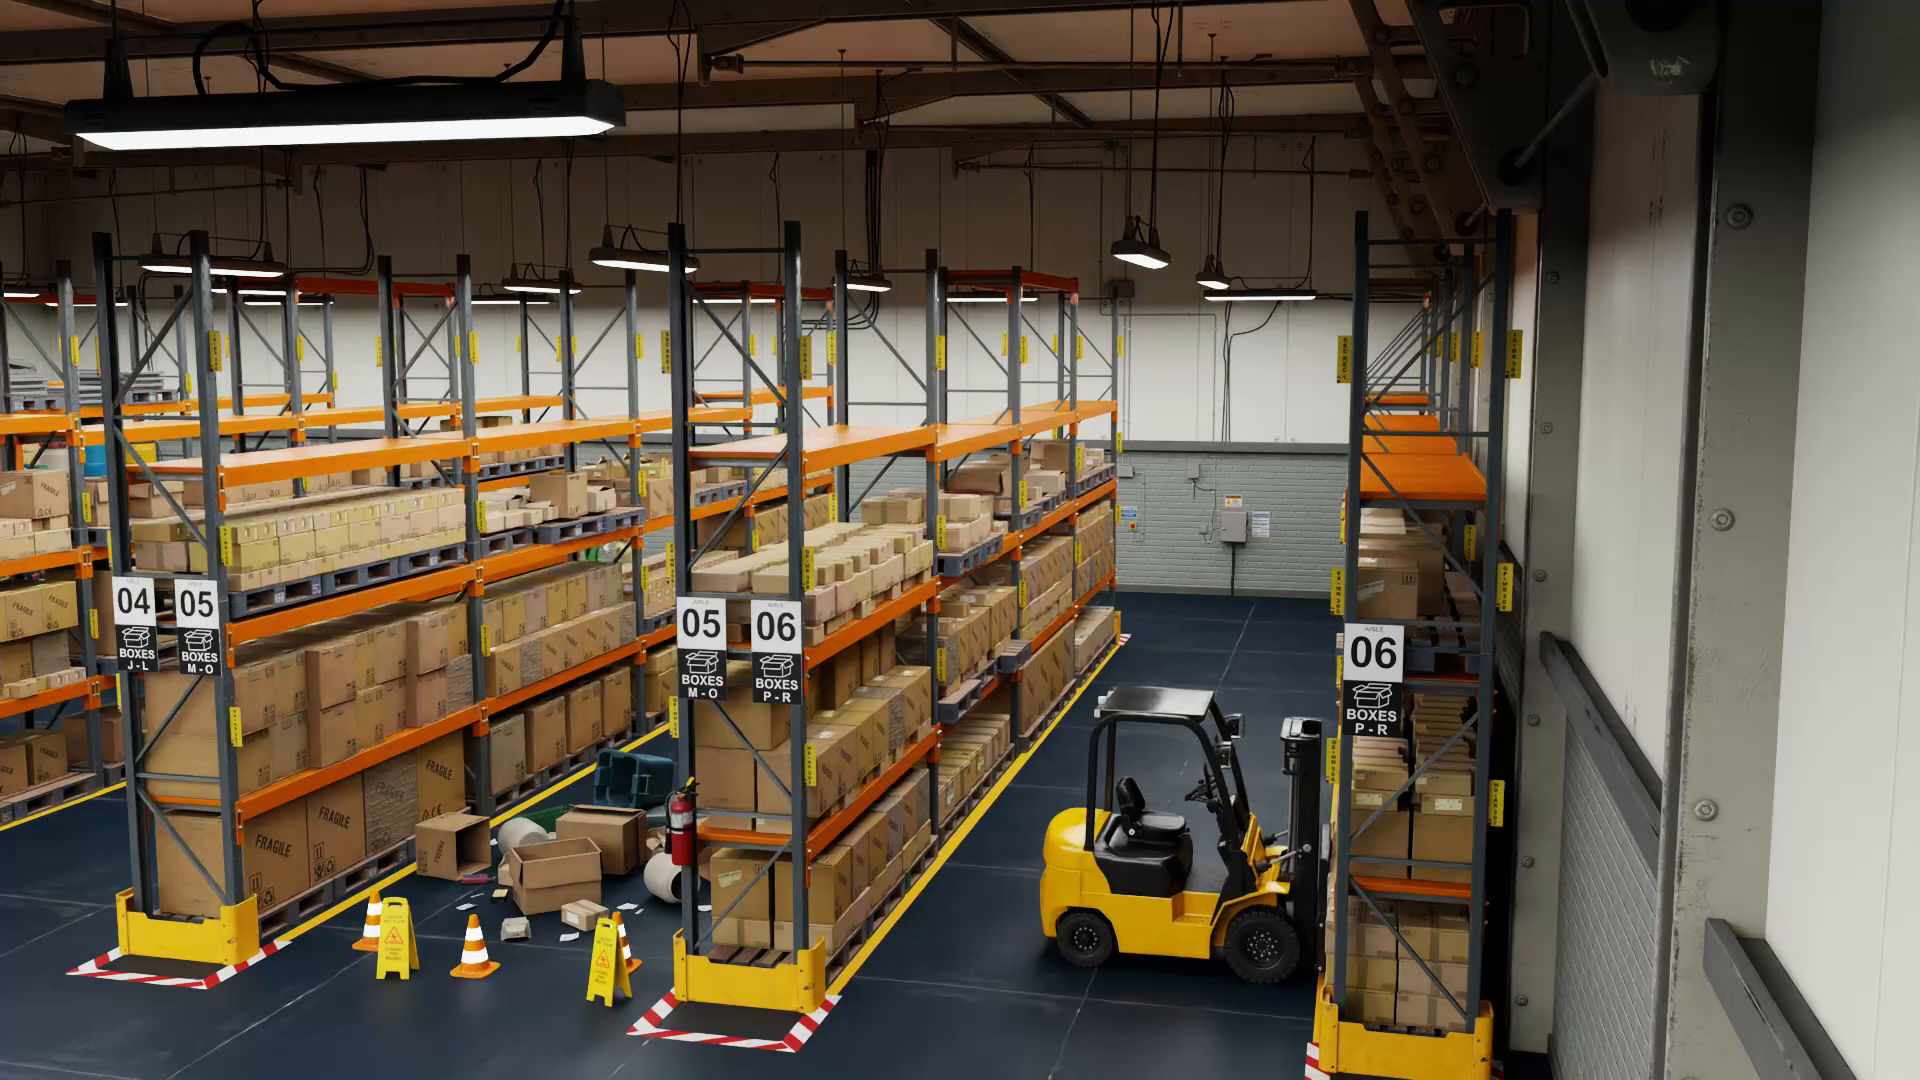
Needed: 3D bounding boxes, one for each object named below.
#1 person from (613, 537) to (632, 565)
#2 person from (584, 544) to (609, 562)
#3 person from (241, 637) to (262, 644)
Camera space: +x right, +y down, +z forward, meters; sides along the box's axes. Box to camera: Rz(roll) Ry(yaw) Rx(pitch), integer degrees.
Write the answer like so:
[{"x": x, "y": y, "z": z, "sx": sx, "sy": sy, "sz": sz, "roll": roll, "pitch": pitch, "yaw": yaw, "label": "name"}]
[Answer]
[{"x": -6.167, "y": 0.585, "z": 30.919, "sx": 0.467, "sy": 1.617, "sz": 1.020, "roll": -4, "pitch": 8, "yaw": -32, "label": "person"}, {"x": -7.604, "y": 0.133, "z": 33.972, "sx": 0.536, "sy": 1.731, "sz": 0.978, "roll": 4, "pitch": 8, "yaw": 30, "label": "person"}, {"x": -8.592, "y": 1.814, "z": 20.317, "sx": 0.592, "sy": 1.752, "sz": 0.484, "roll": 3, "pitch": 8, "yaw": 24, "label": "person"}]
